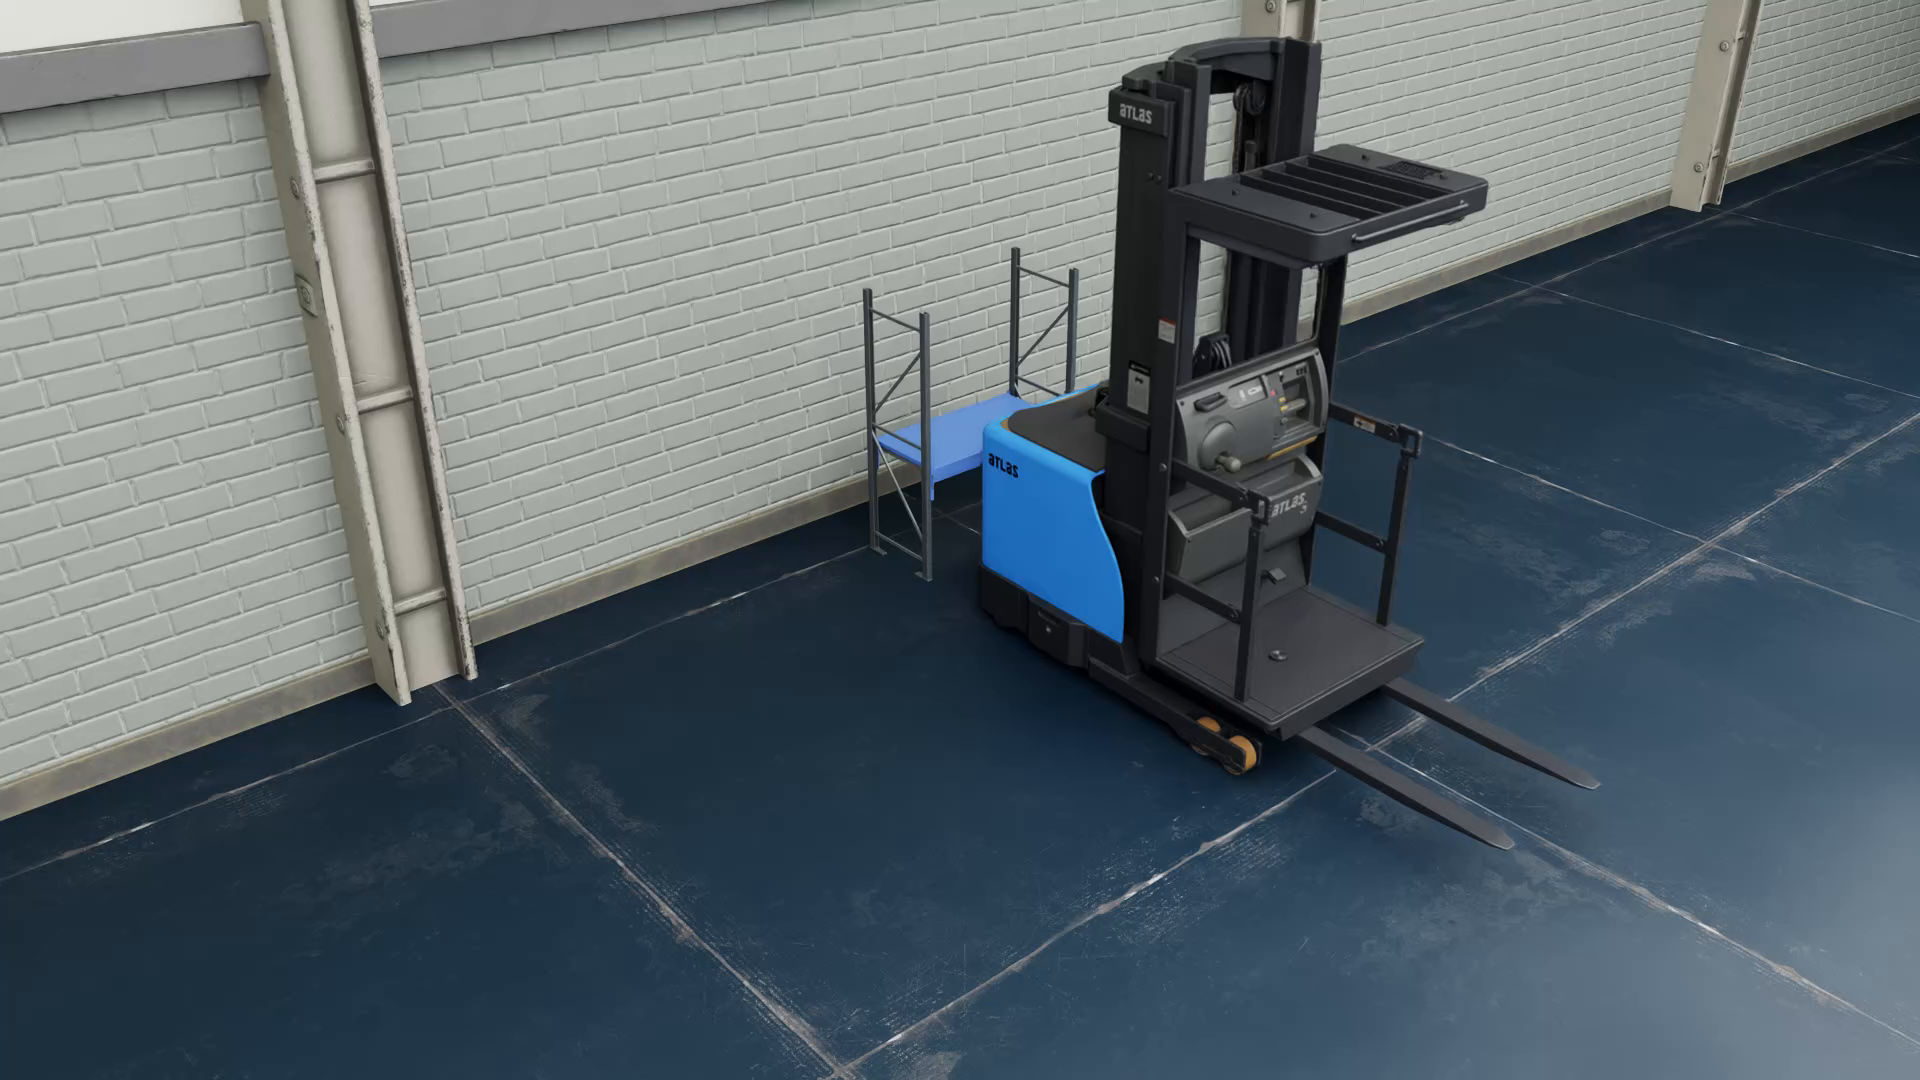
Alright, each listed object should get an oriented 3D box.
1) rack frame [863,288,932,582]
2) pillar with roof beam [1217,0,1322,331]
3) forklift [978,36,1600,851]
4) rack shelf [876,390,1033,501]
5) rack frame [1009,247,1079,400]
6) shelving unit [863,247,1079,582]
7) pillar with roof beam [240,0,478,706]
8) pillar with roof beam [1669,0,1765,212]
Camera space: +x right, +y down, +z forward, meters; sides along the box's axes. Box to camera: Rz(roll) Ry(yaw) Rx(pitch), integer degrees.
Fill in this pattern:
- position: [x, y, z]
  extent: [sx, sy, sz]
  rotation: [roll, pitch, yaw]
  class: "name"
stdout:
- position: [-0.322, -0.532, 8.654]
  extent: [0.032, 1.500, 0.500]
  rotation: [-22, 35, -35]
  class: "rack frame"
- position: [4.787, -3.597, 6.433]
  extent: [0.400, 9.000, 9.100]
  rotation: [-22, 35, -35]
  class: "pillar with roof beam"
- position: [1.424, -0.530, 7.132]
  extent: [1.130, 2.935, 3.031]
  rotation: [-22, 35, -35]
  class: "forklift"
- position: [0.065, -0.529, 9.030]
  extent: [1.000, 0.185, 0.538]
  rotation: [-22, 35, -35]
  class: "rack shelf"
- position: [0.452, -0.843, 9.236]
  extent: [0.032, 1.500, 0.500]
  rotation: [-22, 35, -35]
  class: "rack frame"
- position: [0.065, -0.688, 8.945]
  extent: [1.048, 1.500, 0.538]
  rotation: [-22, 35, -35]
  class: "shelving unit"
- position: [0.223, -1.762, 2.999]
  extent: [0.400, 9.000, 9.100]
  rotation: [-22, 35, -35]
  class: "pillar with roof beam"
- position: [9.352, -5.433, 9.868]
  extent: [0.400, 9.000, 9.100]
  rotation: [-22, 35, -35]
  class: "pillar with roof beam"
